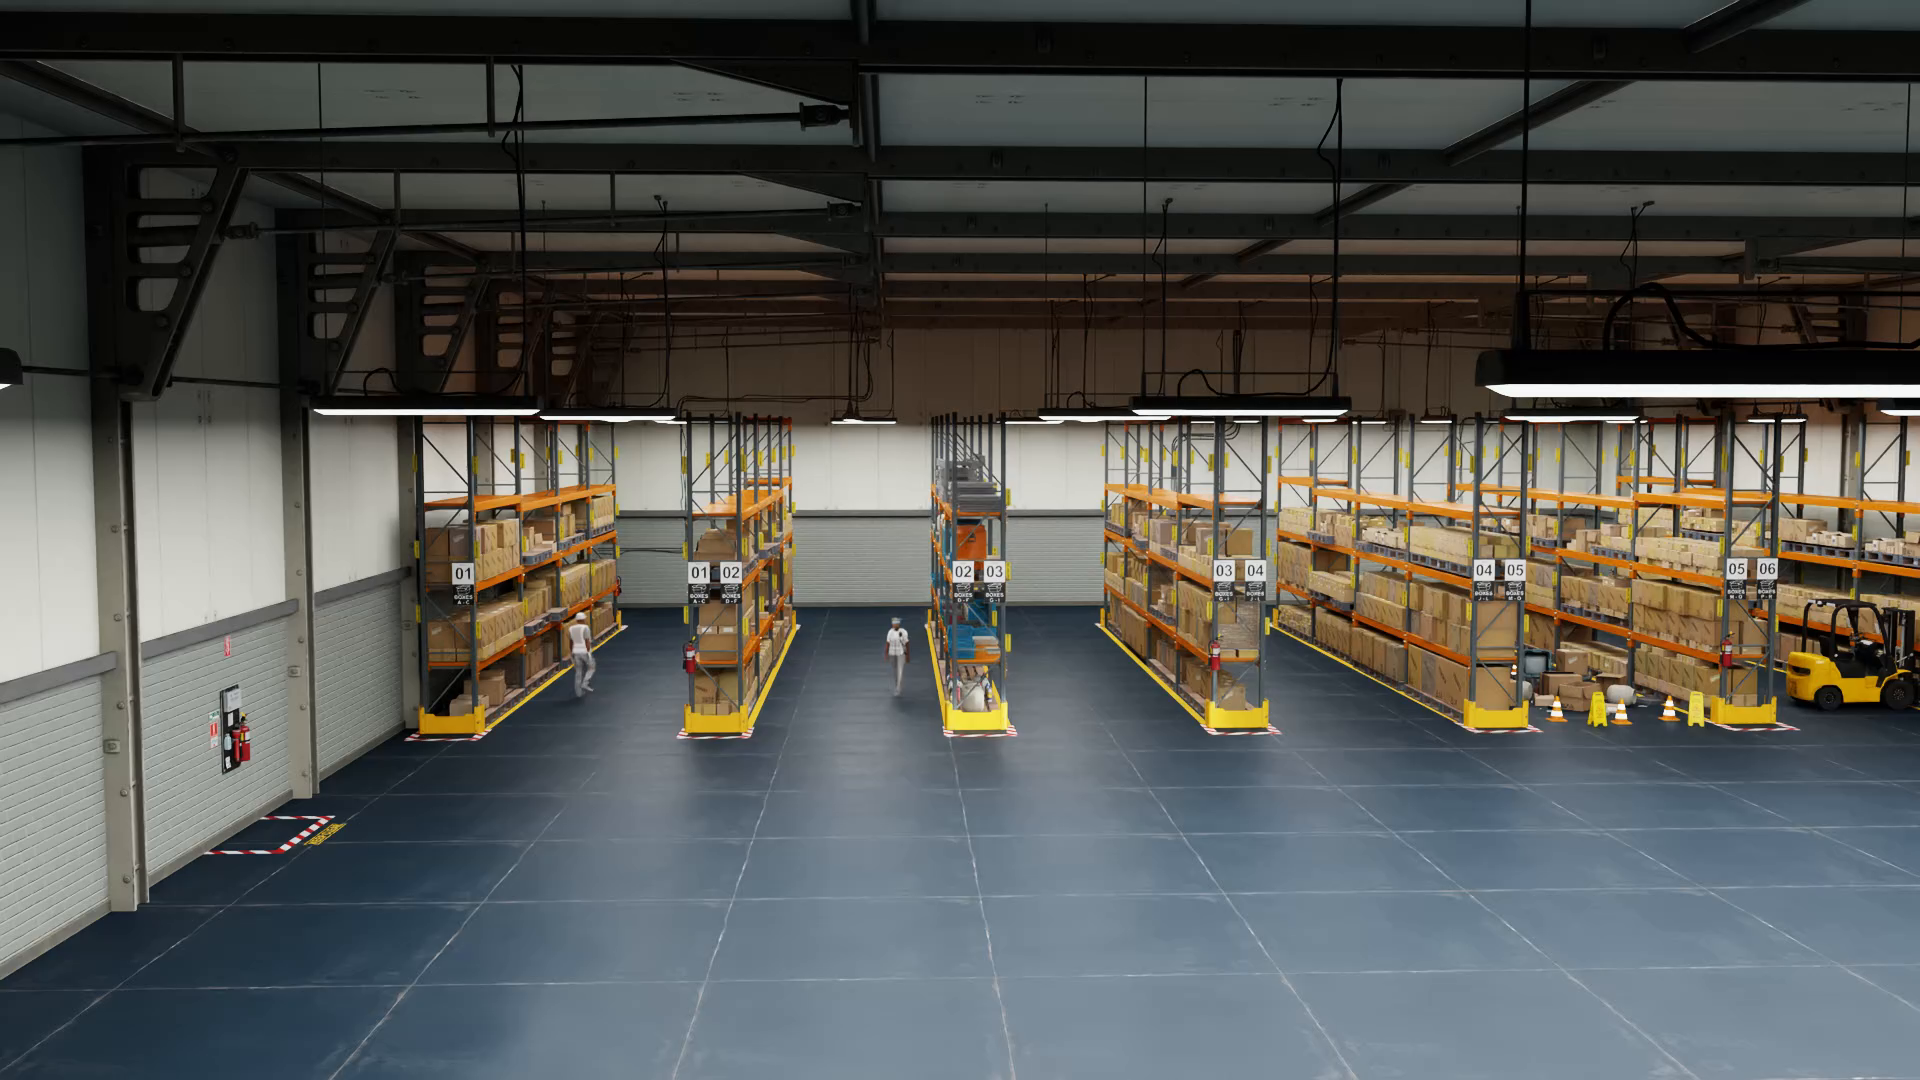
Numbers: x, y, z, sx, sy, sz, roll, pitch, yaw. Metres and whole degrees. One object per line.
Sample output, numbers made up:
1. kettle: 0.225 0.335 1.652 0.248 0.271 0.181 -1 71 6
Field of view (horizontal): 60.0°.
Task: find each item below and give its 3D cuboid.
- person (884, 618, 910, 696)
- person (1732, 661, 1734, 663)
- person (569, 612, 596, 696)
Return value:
1. person: -1.359 2.481 35.486 0.478 1.668 0.749 1 4 20
2. person: 16.693 2.425 36.195 0.485 1.674 0.478 0 4 6
3. person: -8.065 2.419 35.377 0.586 1.773 0.486 1 4 13
